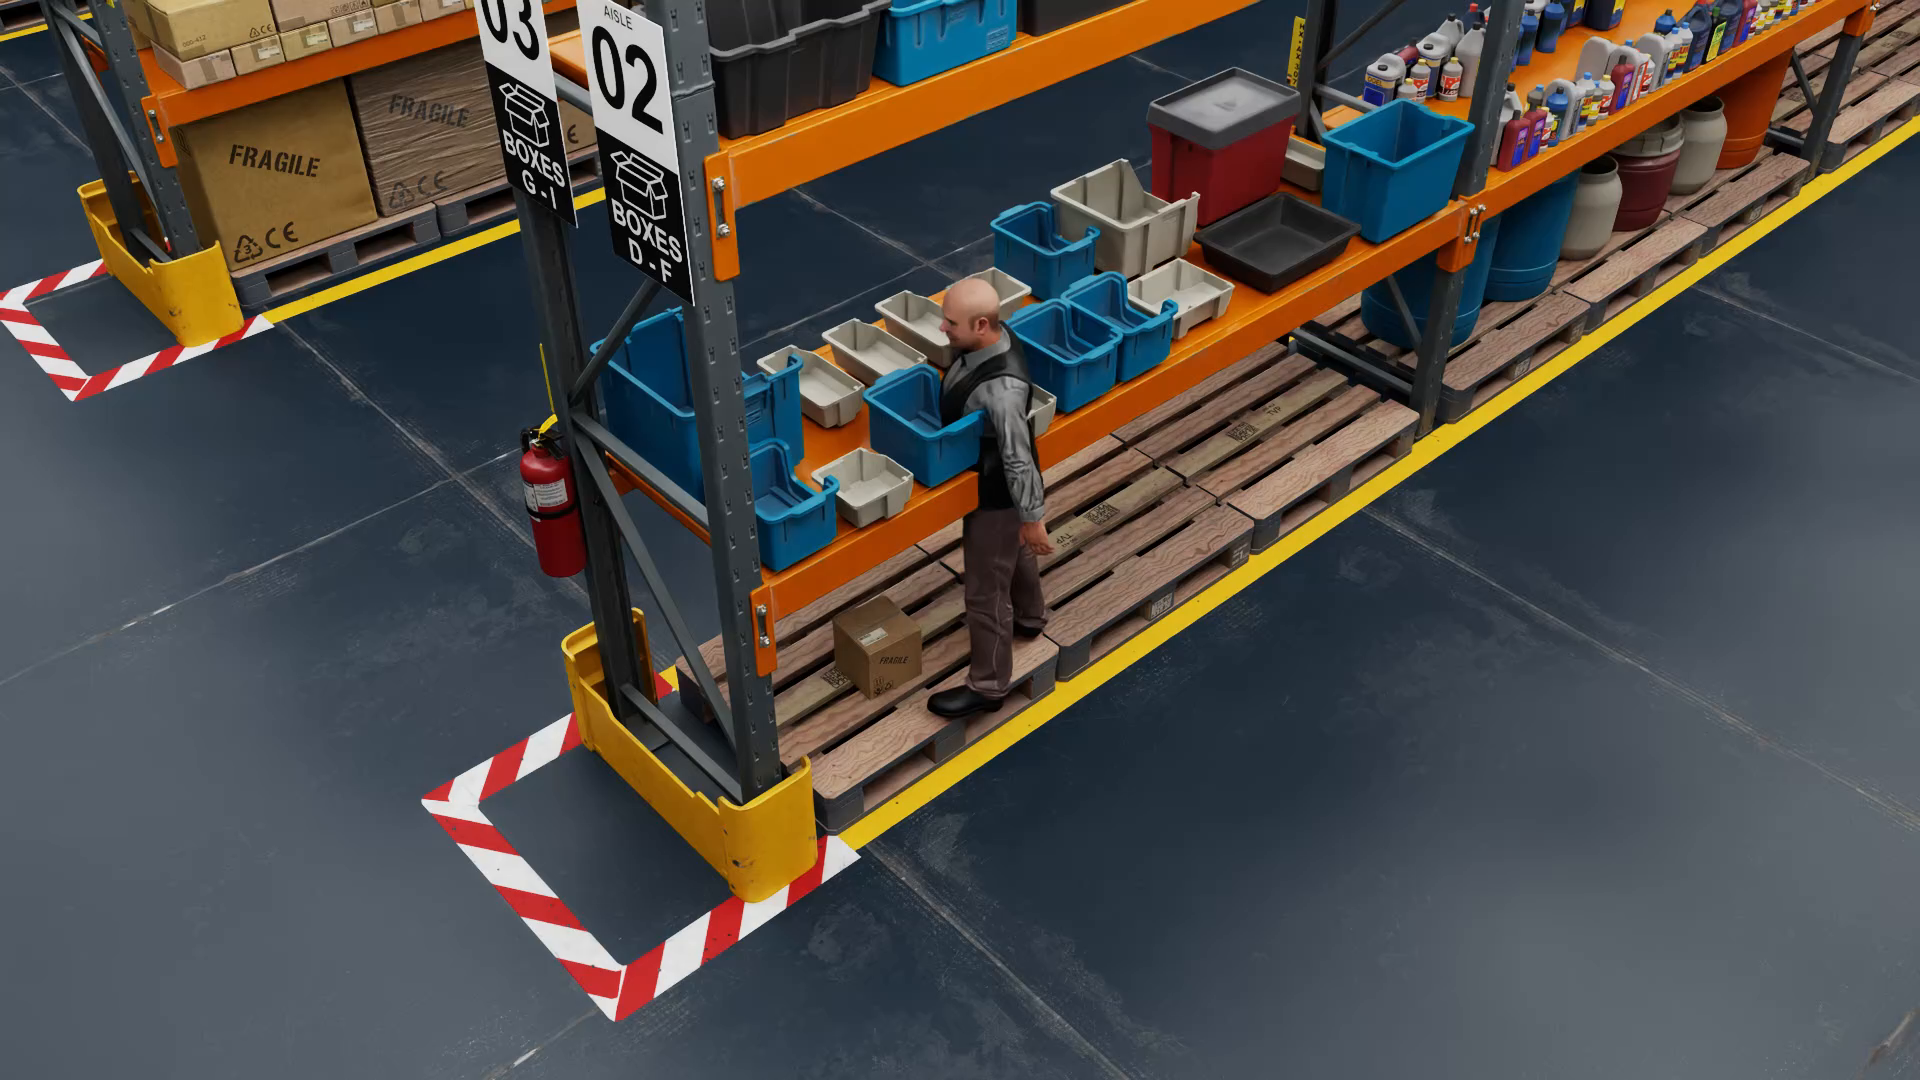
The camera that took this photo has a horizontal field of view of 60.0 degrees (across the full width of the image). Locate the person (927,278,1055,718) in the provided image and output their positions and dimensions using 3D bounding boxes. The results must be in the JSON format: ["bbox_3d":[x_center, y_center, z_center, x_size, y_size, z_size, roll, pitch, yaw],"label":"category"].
[{"bbox_3d":[0.107,-0.218,6.128,0.519,1.710,0.758,-3,39,-3],"label":"person"}]
